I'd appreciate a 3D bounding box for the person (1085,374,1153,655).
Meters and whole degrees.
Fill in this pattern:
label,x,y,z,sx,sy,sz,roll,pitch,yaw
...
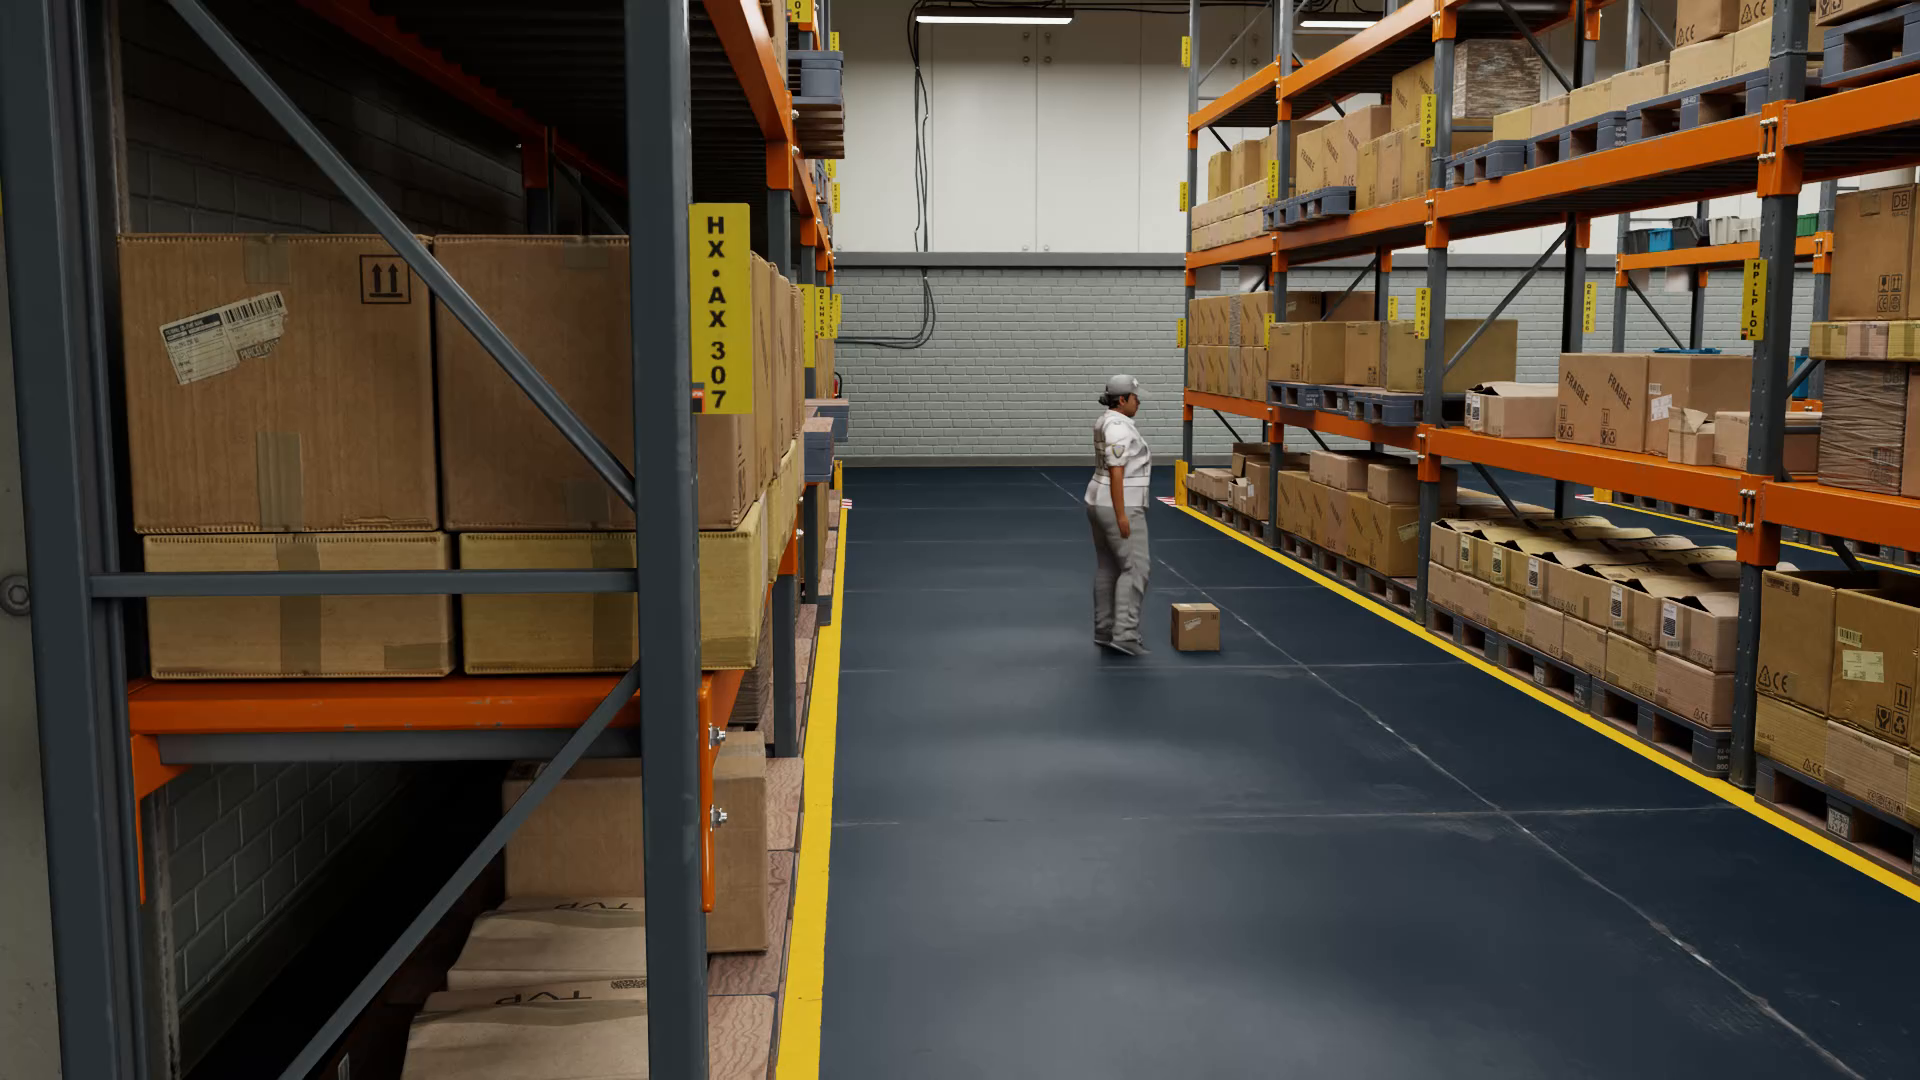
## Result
label,x,y,z,sx,sy,sz,roll,pitch,yaw
person,0.964,-0.146,10.086,0.392,1.714,0.520,-1,7,-9
